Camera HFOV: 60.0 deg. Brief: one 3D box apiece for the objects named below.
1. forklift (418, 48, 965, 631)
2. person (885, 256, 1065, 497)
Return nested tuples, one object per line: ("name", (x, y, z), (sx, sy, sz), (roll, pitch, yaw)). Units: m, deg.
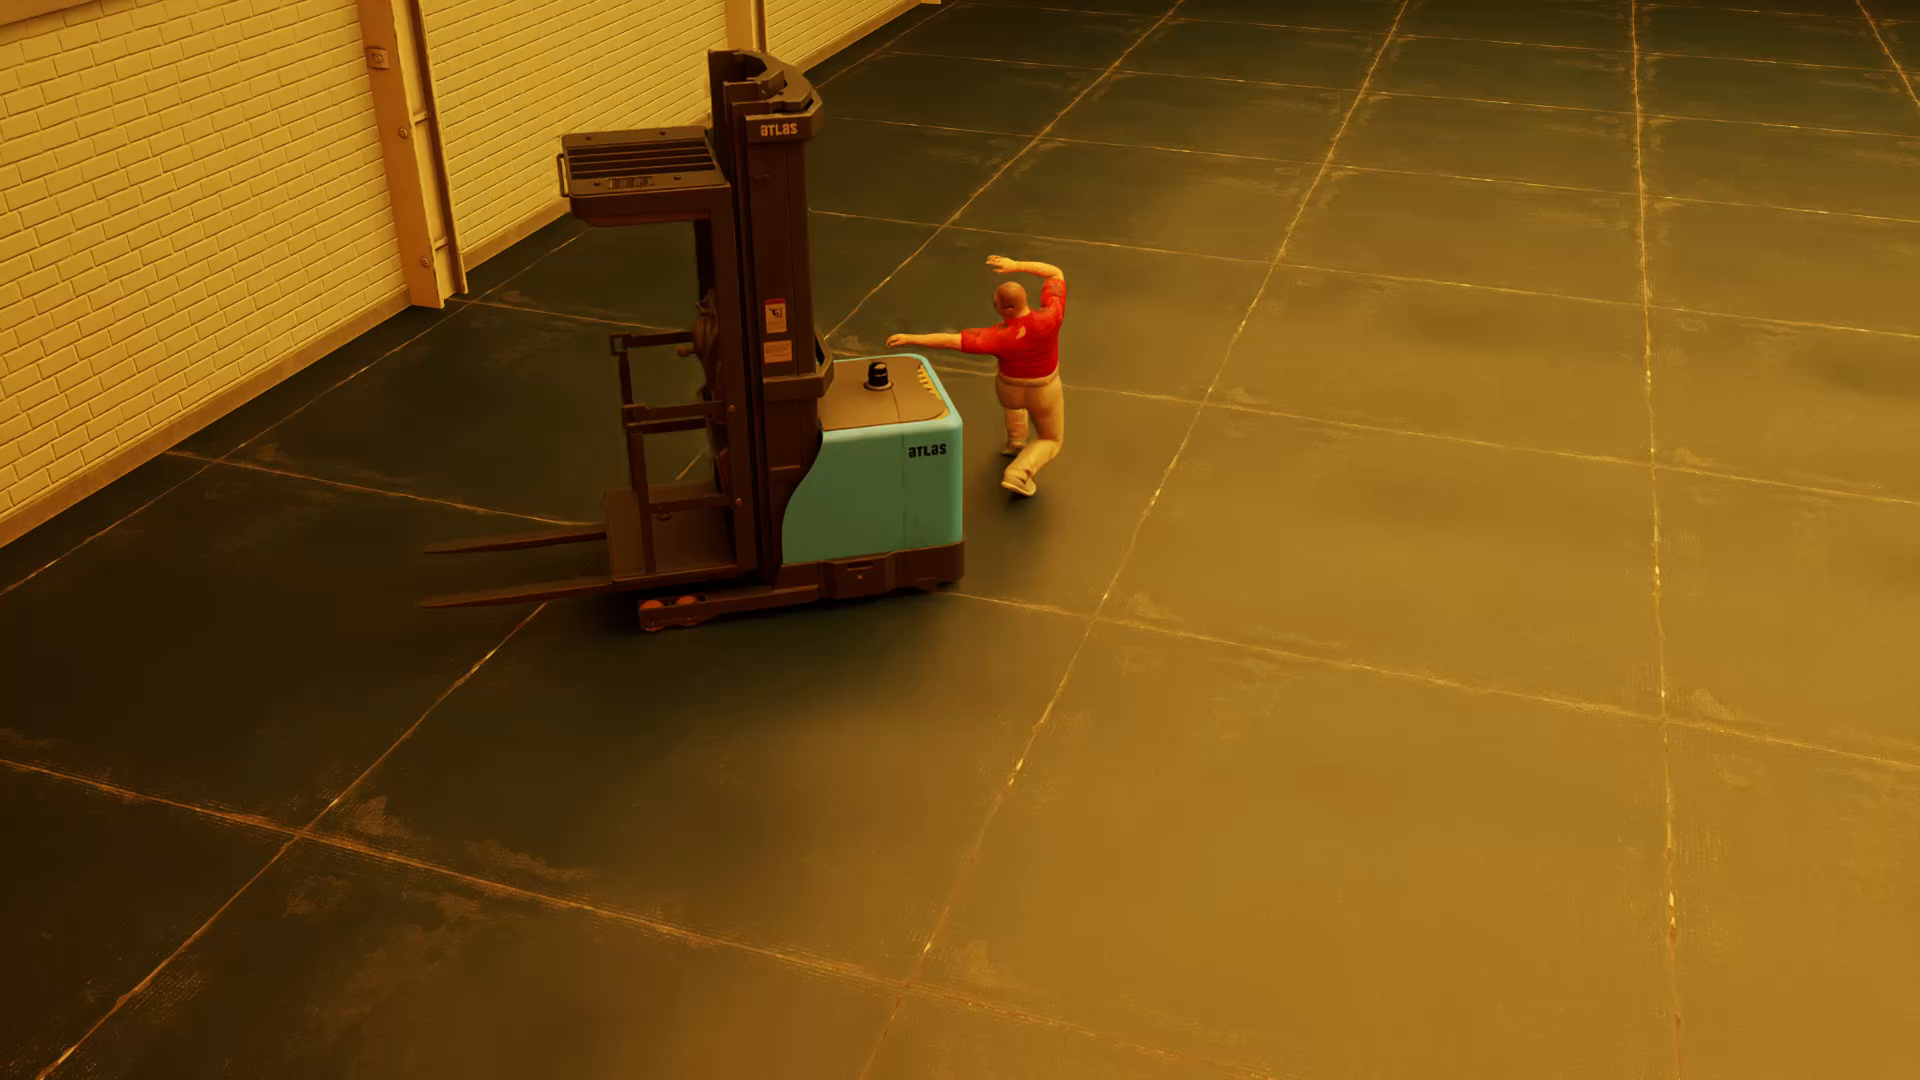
("forklift", (-1.546, -1.057, 8.991), (3.031, 2.935, 1.130), (-7, 30, -12))
("person", (0.126, -1.068, 10.505), (1.078, 1.535, 0.880), (4, 30, 8))
